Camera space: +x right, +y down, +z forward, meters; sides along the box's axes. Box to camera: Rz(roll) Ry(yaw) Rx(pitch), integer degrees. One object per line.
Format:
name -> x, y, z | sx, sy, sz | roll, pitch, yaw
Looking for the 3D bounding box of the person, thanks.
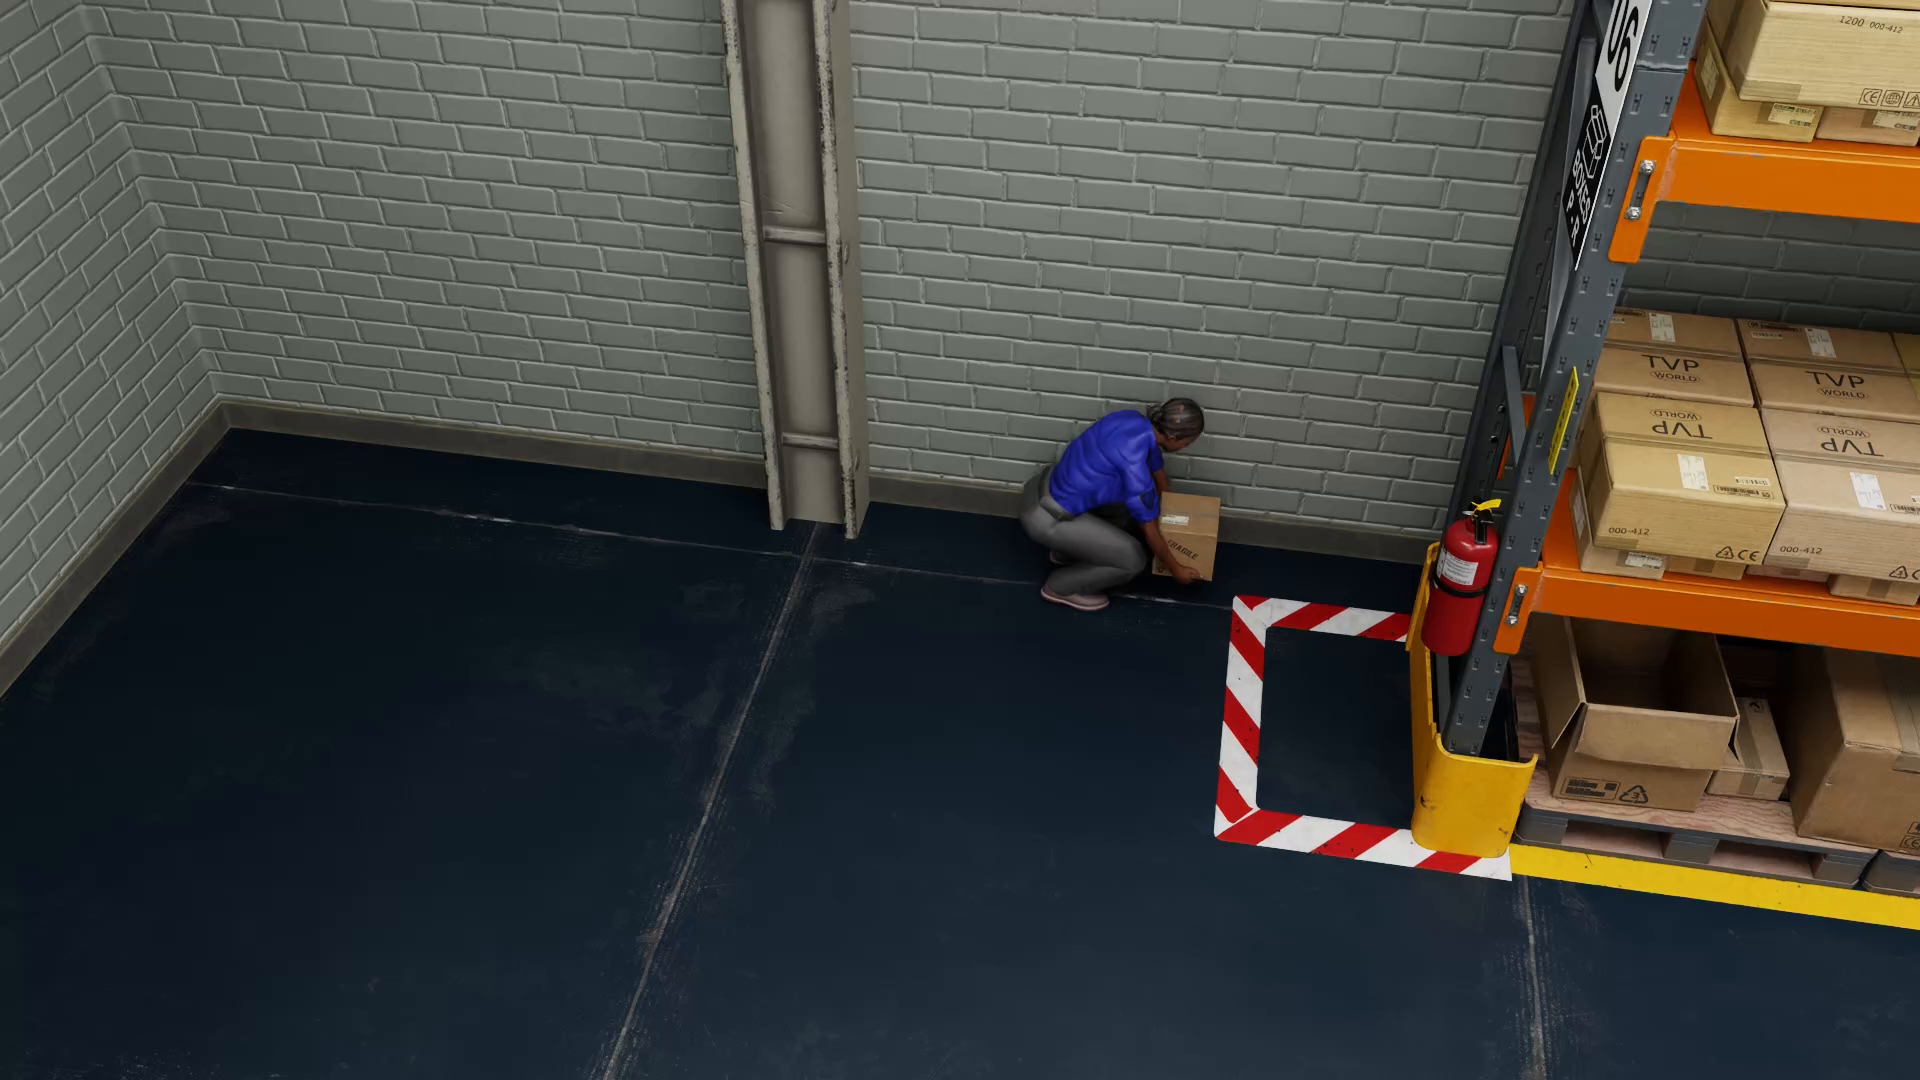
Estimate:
person -> 0.647, -0.169, 6.901 | 0.790, 0.965, 0.463 | 5, 41, 6
